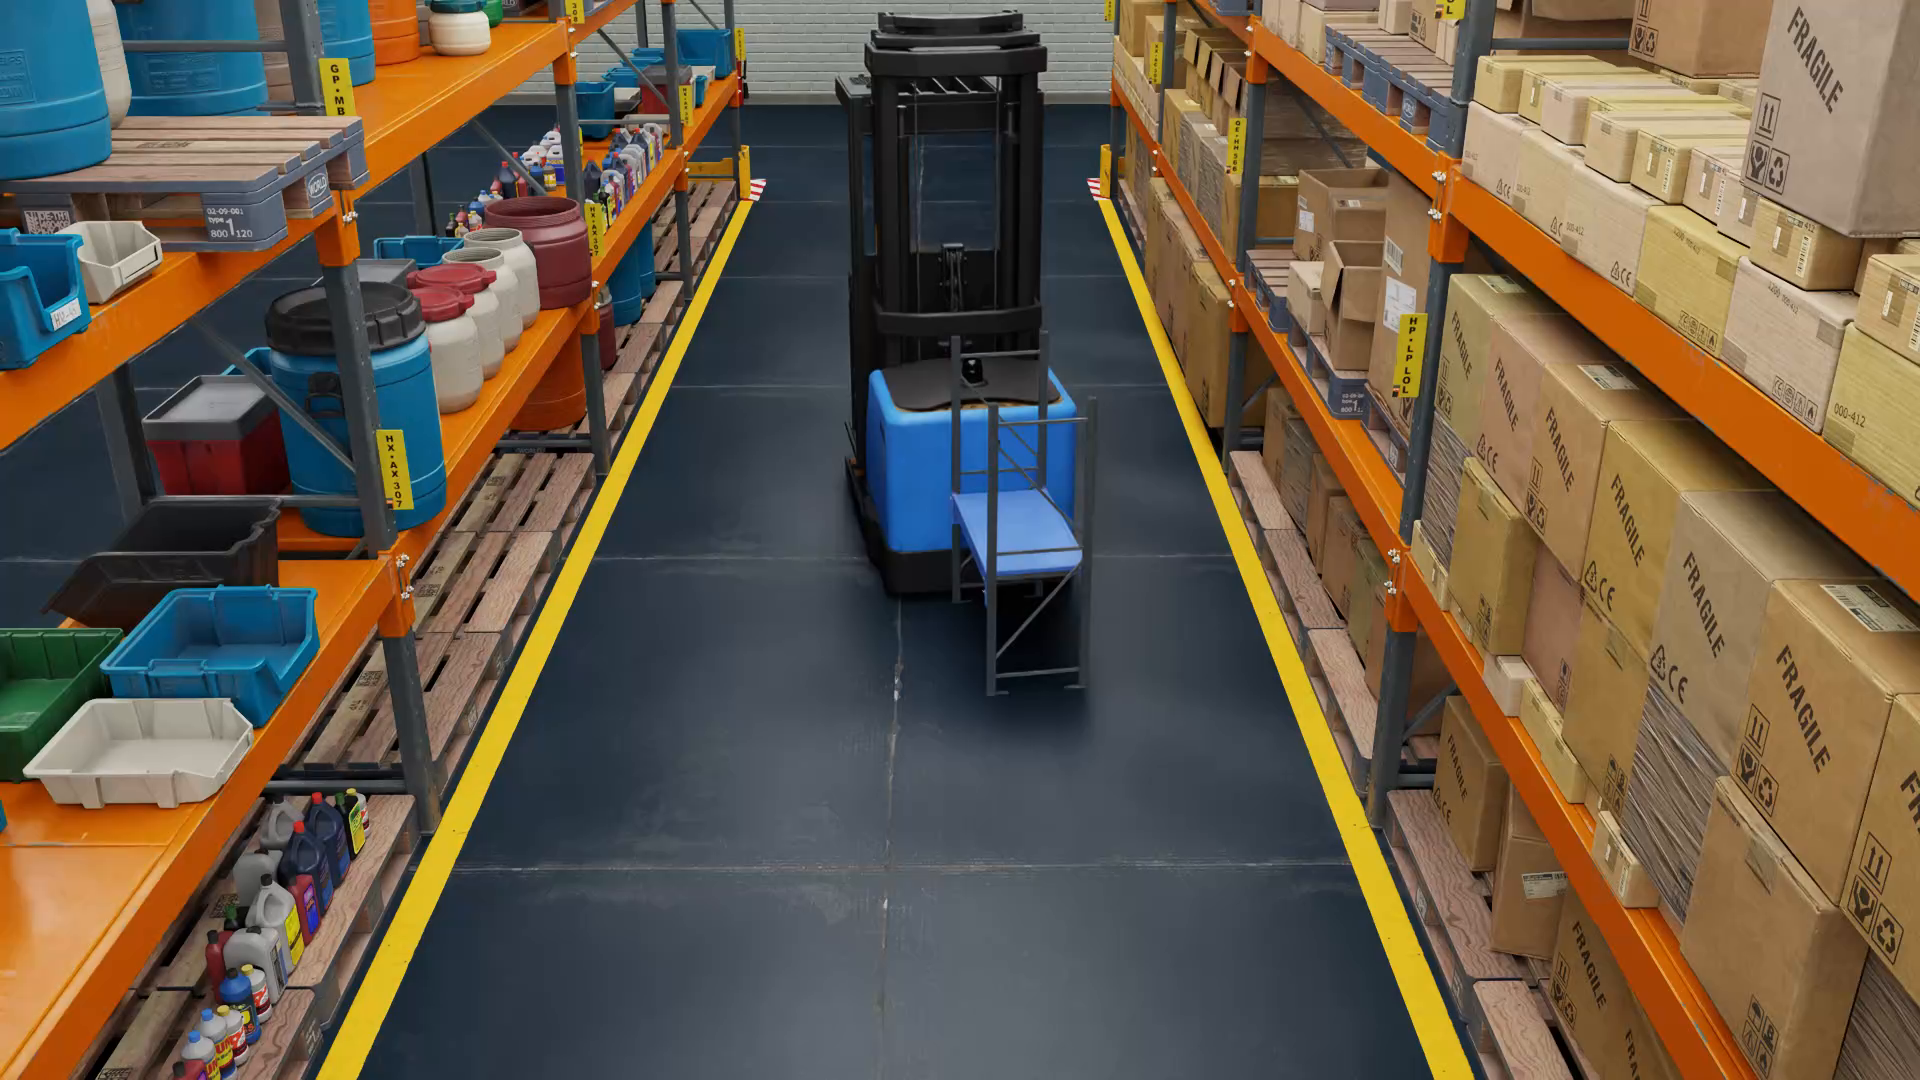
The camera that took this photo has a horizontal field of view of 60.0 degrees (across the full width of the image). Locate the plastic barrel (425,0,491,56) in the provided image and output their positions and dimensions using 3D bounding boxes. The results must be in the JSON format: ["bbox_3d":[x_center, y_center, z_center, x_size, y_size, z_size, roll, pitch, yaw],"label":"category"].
[{"bbox_3d":[-2.509,-2.573,8.326,0.301,0.262,0.301,0,24,0],"label":"plastic barrel"}]

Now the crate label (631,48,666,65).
[{"bbox_3d":[-3.171,-4.936,17.155,0.416,0.233,0.303,0,24,-1],"label":"crate label"}]

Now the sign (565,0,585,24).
[{"bbox_3d":[-2.207,-3.116,9.487,0.100,0.325,0.005,0,24,-1],"label":"sign"}]

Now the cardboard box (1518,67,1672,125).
[{"bbox_3d":[2.006,-1.401,5.266,0.380,0.149,0.250,-1,24,-3],"label":"cardboard box"}]

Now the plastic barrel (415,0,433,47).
[{"bbox_3d":[-2.965,-3.048,8.600,0.600,0.901,0.600,0,24,0],"label":"plastic barrel"}]

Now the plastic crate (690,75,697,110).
[{"bbox_3d":[-2.633,-4.044,15.122,0.437,0.282,0.530,0,24,-1],"label":"plastic crate"}]

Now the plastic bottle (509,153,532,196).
[{"bbox_3d":[-3.164,-2.602,11.923,0.144,0.351,0.185,0,24,-1],"label":"plastic bottle"}]

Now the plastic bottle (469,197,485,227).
[{"bbox_3d":[-3.175,-2.121,10.956,0.097,0.271,0.097,0,24,0],"label":"plastic bottle"}]

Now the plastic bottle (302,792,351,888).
[{"bbox_3d":[-2.418,1.127,6.299,0.144,0.351,0.185,-1,24,-2],"label":"plastic bottle"}]

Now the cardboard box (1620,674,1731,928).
[{"bbox_3d":[2.217,0.663,4.162,0.875,0.500,0.500,0,24,-1],"label":"cardboard box"}]

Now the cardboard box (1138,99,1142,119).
[{"bbox_3d":[1.810,-3.896,15.030,0.380,0.149,0.250,0,24,0],"label":"cardboard box"}]

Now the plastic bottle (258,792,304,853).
[{"bbox_3d":[-2.562,1.128,6.298,0.144,0.351,0.185,0,24,-1],"label":"plastic bottle"}]

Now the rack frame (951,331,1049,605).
[{"bbox_3d":[0.205,-0.358,8.722,0.500,1.500,0.032,-4,25,-9],"label":"rack frame"}]

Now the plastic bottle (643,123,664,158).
[{"bbox_3d":[-2.473,-3.223,13.386,0.152,0.276,0.135,0,24,-1],"label":"plastic bottle"}]

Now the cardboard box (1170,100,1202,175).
[{"bbox_3d":[1.914,-3.110,12.865,0.500,0.500,0.500,0,24,0],"label":"cardboard box"}]

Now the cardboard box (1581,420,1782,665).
[{"bbox_3d":[2.019,0.002,4.410,0.500,0.500,0.500,0,24,-1],"label":"cardboard box"}]

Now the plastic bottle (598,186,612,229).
[{"bbox_3d":[-2.402,-2.260,11.248,0.061,0.283,0.133,0,24,-1],"label":"plastic bottle"}]

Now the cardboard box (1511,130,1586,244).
[{"bbox_3d":[1.999,-1.060,4.995,0.500,0.250,0.500,0,24,-1],"label":"cardboard box"}]

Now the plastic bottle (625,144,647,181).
[{"bbox_3d":[-2.463,-2.864,12.594,0.152,0.276,0.135,0,24,-1],"label":"plastic bottle"}]

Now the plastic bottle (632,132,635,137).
[{"bbox_3d":[-2.597,-3.181,13.383,0.097,0.201,0.097,0,24,0],"label":"plastic bottle"}]

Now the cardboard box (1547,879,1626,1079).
[{"bbox_3d":[2.303,1.438,5.454,0.500,0.500,0.500,-2,24,-5],"label":"cardboard box"}]

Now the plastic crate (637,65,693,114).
[{"bbox_3d":[-2.559,-3.866,14.507,0.402,0.464,0.583,0,24,-1],"label":"plastic crate"}]

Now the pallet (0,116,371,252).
[{"bbox_3d":[-2.608,-1.128,5.192,1.213,0.211,1.003,0,24,-1],"label":"pallet"}]

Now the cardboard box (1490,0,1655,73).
[{"bbox_3d":[2.333,-1.965,6.180,0.797,0.503,0.637,-1,24,-3],"label":"cardboard box"}]

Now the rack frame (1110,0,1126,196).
[{"bbox_3d":[2.109,-5.111,17.410,1.000,3.000,0.127,0,24,-1],"label":"rack frame"}]

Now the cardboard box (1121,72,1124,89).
[{"bbox_3d":[1.794,-4.530,16.431,0.380,0.149,0.250,-1,24,-1],"label":"cardboard box"}]

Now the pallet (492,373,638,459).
[{"bbox_3d":[-2.807,-0.846,11.365,1.003,0.211,1.213,0,24,-1],"label":"pallet"}]

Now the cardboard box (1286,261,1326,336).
[{"bbox_3d":[1.984,-1.246,8.536,0.500,0.250,0.500,-1,24,-2],"label":"cardboard box"}]

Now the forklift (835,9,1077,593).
[{"bbox_3d":[-0.120,-1.628,9.792,1.130,2.935,3.031,-4,25,-9],"label":"forklift"}]

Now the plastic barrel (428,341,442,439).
[{"bbox_3d":[-2.504,-0.601,7.274,0.433,0.535,0.433,0,24,0],"label":"plastic barrel"}]

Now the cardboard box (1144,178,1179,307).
[{"bbox_3d":[2.179,-2.422,13.534,1.225,0.875,0.875,0,24,0],"label":"cardboard box"}]

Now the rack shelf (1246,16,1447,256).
[{"bbox_3d":[2.218,-2.029,7.829,1.077,0.370,4.000,0,24,-1],"label":"rack shelf"}]

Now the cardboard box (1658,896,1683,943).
[{"bbox_3d":[2.044,0.965,4.281,0.380,0.149,0.250,0,24,-1],"label":"cardboard box"}]

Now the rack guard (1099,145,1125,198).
[{"bbox_3d":[2.108,-3.982,17.947,1.175,0.500,0.348,0,24,-1],"label":"rack guard"}]

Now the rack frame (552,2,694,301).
[{"bbox_3d":[-2.800,-3.440,13.716,1.000,3.000,0.127,0,24,-1],"label":"rack frame"}]

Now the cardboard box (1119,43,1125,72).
[{"bbox_3d":[1.856,-4.765,16.466,0.500,0.250,0.500,-1,24,-1],"label":"cardboard box"}]

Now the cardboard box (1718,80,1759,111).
[{"bbox_3d":[2.533,-1.300,5.042,0.380,0.149,0.250,-1,24,-3],"label":"cardboard box"}]

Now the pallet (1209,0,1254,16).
[{"bbox_3d":[2.136,-3.360,10.128,1.213,0.211,1.003,1,24,2],"label":"pallet"}]

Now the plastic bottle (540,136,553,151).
[{"bbox_3d":[-3.198,-2.990,12.878,0.097,0.271,0.097,0,24,0],"label":"plastic bottle"}]

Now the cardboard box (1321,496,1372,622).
[{"bbox_3d":[2.261,0.092,8.406,0.700,0.500,0.500,-2,24,-5],"label":"cardboard box"}]

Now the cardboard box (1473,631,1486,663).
[{"bbox_3d":[1.973,0.347,5.647,0.380,0.149,0.250,0,24,-1],"label":"cardboard box"}]

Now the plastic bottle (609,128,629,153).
[{"bbox_3d":[-2.605,-2.964,12.723,0.144,0.351,0.185,0,24,-1],"label":"plastic bottle"}]

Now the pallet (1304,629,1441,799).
[{"bbox_3d":[2.230,0.784,7.761,1.003,0.211,1.213,0,24,-1],"label":"pallet"}]

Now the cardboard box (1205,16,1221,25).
[{"bbox_3d":[2.405,-4.273,14.468,0.500,0.500,0.500,0,24,-1],"label":"cardboard box"}]

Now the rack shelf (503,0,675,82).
[{"bbox_3d":[-2.779,-3.655,11.424,1.077,0.370,4.000,0,24,-1],"label":"rack shelf"}]

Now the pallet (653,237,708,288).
[{"bbox_3d":[-2.847,-2.472,14.961,1.003,0.211,1.213,0,24,-1],"label":"pallet"}]

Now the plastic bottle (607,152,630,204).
[{"bbox_3d":[-2.451,-2.587,11.889,0.144,0.351,0.185,0,24,-1],"label":"plastic bottle"}]

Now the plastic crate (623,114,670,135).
[{"bbox_3d":[-2.663,-3.540,14.184,0.396,0.136,0.243,0,24,-1],"label":"plastic crate"}]

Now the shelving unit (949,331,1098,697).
[{"bbox_3d":[0.290,-0.152,8.265,0.538,1.500,1.048,-4,25,-9],"label":"shelving unit"}]

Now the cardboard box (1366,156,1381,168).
[{"bbox_3d":[2.455,-2.274,11.016,0.500,0.500,0.500,-1,24,-2],"label":"cardboard box"}]

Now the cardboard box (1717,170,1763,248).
[{"bbox_3d":[2.005,-0.760,3.849,0.380,0.149,0.250,-1,24,-3],"label":"cardboard box"}]

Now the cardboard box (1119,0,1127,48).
[{"bbox_3d":[1.849,-5.115,16.330,0.500,0.500,0.500,-1,24,-2],"label":"cardboard box"}]

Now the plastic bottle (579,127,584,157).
[{"bbox_3d":[-3.120,-3.255,13.366,0.144,0.351,0.185,0,24,-1],"label":"plastic bottle"}]

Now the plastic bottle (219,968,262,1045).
[{"bbox_3d":[-2.385,1.533,5.498,0.097,0.271,0.097,0,24,0],"label":"plastic bottle"}]
